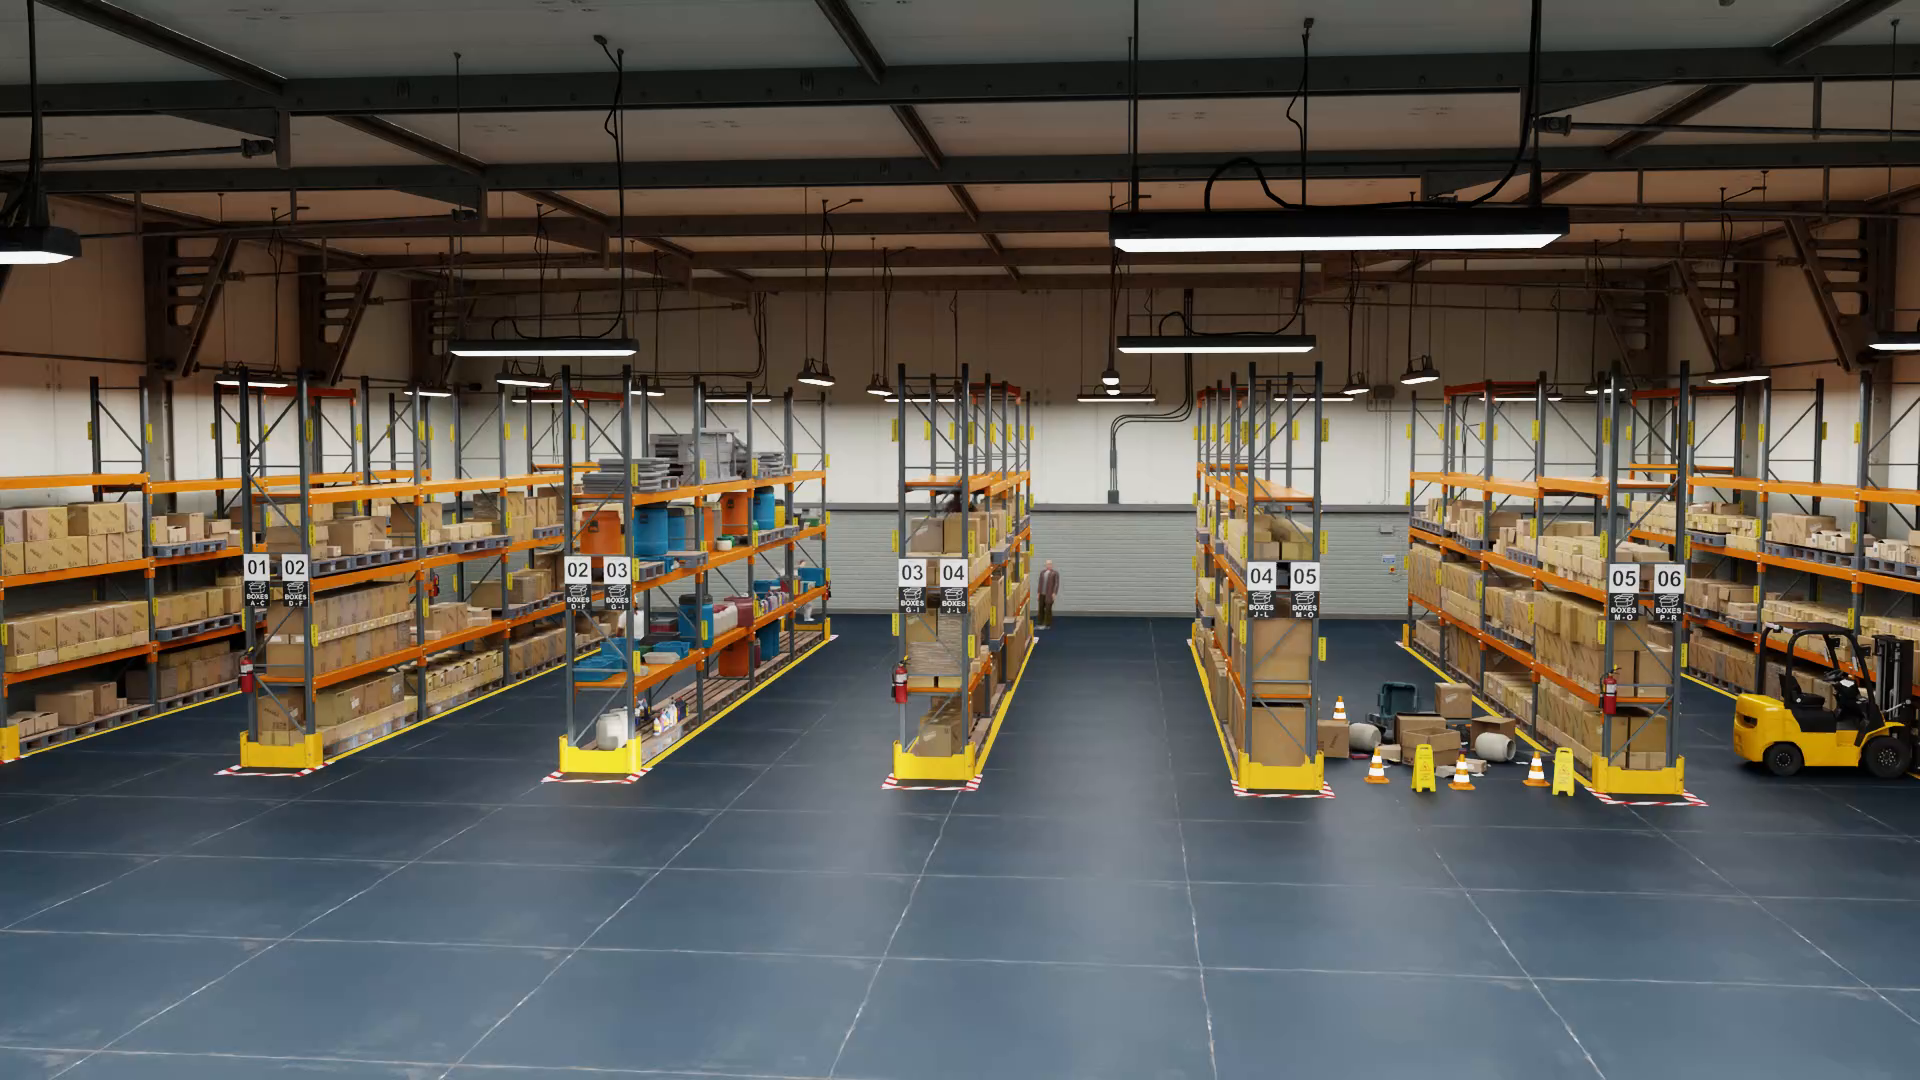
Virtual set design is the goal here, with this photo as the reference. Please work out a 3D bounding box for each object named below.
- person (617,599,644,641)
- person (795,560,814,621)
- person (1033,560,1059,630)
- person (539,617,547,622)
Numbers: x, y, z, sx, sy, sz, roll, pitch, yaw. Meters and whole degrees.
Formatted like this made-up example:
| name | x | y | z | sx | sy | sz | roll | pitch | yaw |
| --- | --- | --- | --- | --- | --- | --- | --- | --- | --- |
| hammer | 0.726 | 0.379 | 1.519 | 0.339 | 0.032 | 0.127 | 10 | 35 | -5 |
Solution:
| name | x | y | z | sx | sy | sz | roll | pitch | yaw |
| --- | --- | --- | --- | --- | --- | --- | --- | --- | --- |
| person | -6.484 | 2.006 | 33.178 | 0.732 | 1.717 | 1.058 | 0 | 4 | 3 |
| person | -4.220 | 1.341 | 44.278 | 0.772 | 1.635 | 0.508 | 3 | 4 | 34 |
| person | 2.216 | 1.408 | 42.492 | 0.601 | 1.802 | 0.549 | 3 | 5 | 40 |
| person | -11.175 | 1.356 | 44.026 | 0.587 | 1.627 | 0.478 | 3 | 5 | 37 |
